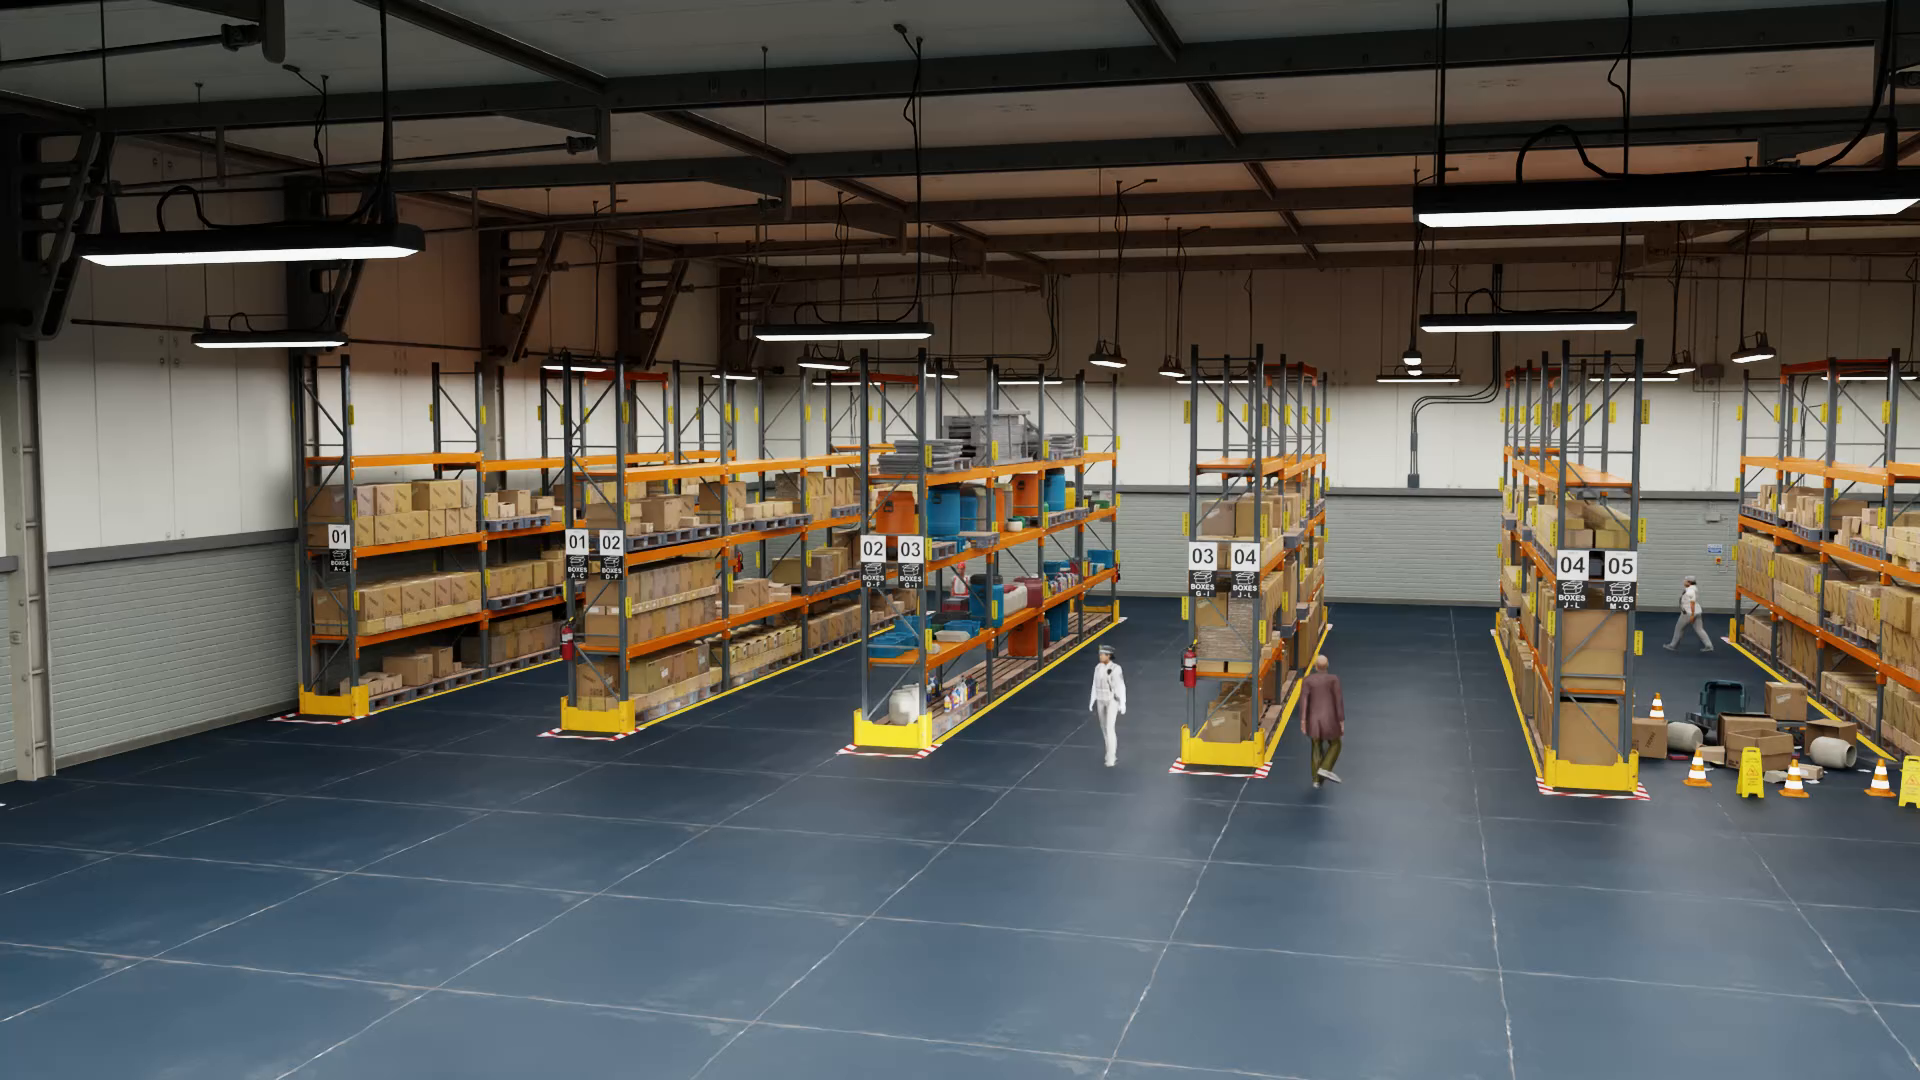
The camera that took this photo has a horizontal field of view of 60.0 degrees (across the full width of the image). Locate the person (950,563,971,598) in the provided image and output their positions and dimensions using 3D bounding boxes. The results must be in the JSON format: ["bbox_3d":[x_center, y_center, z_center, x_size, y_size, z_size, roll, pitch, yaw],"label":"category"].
[{"bbox_3d":[0.000,1.361,36.696,0.634,1.725,1.061,1,5,18],"label":"person"}]

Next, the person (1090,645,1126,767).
[{"bbox_3d":[2.099,2.382,24.055,0.588,1.715,0.561,4,6,45],"label":"person"}]

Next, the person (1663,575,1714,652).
[{"bbox_3d":[15.418,1.554,35.135,0.490,1.619,1.004,-3,5,-38],"label":"person"}]

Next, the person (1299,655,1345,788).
[{"bbox_3d":[4.861,2.436,22.353,0.617,1.770,0.571,2,5,28],"label":"person"}]
